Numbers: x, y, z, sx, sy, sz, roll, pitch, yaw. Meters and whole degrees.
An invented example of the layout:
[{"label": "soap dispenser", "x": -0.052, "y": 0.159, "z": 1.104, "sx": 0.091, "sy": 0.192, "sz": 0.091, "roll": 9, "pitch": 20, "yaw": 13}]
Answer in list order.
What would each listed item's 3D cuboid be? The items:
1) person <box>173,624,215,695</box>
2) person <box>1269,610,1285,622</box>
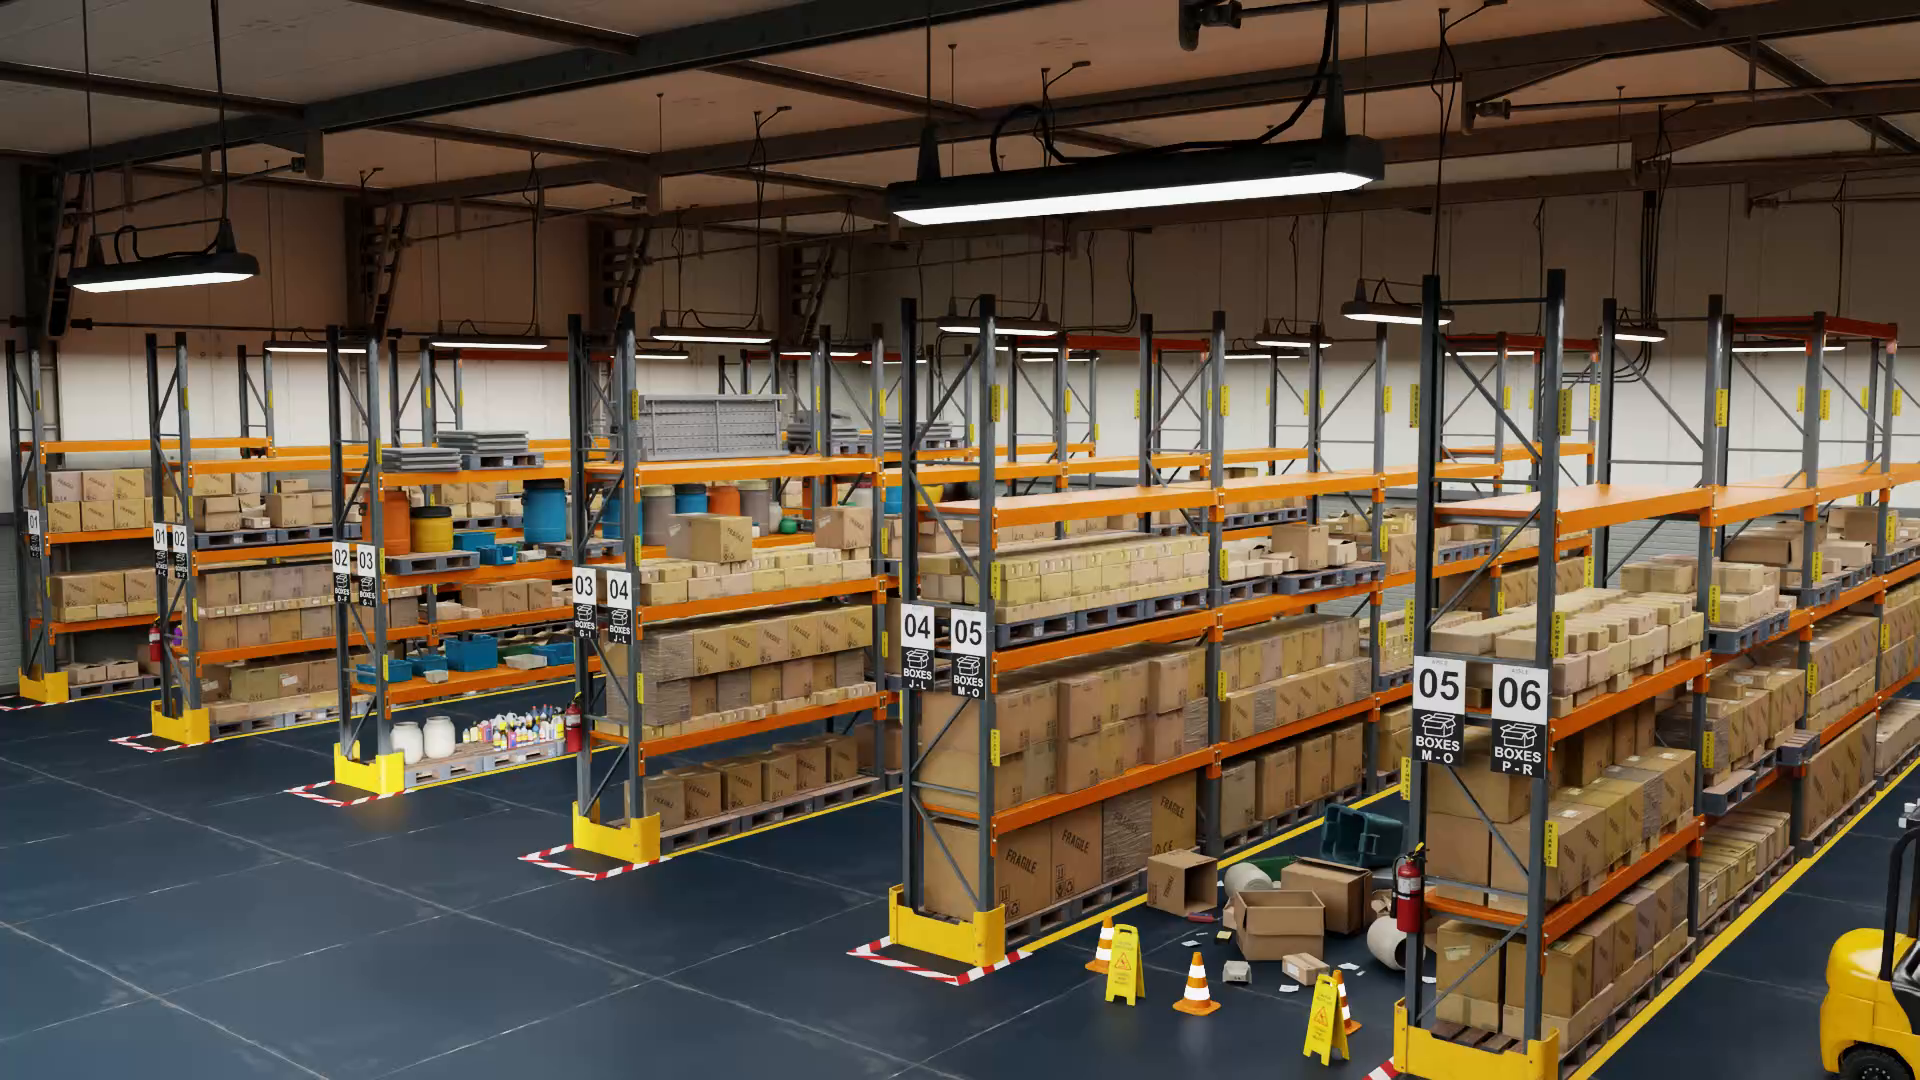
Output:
[{"label": "person", "x": -12.207, "y": 1.919, "z": 26.505, "sx": 0.600, "sy": 1.754, "sz": 0.646, "roll": -3, "pitch": 6, "yaw": -28}, {"label": "person", "x": 5.226, "y": 1.842, "z": 27.387, "sx": 0.595, "sy": 1.646, "sz": 1.006, "roll": 4, "pitch": 7, "yaw": 39}]
